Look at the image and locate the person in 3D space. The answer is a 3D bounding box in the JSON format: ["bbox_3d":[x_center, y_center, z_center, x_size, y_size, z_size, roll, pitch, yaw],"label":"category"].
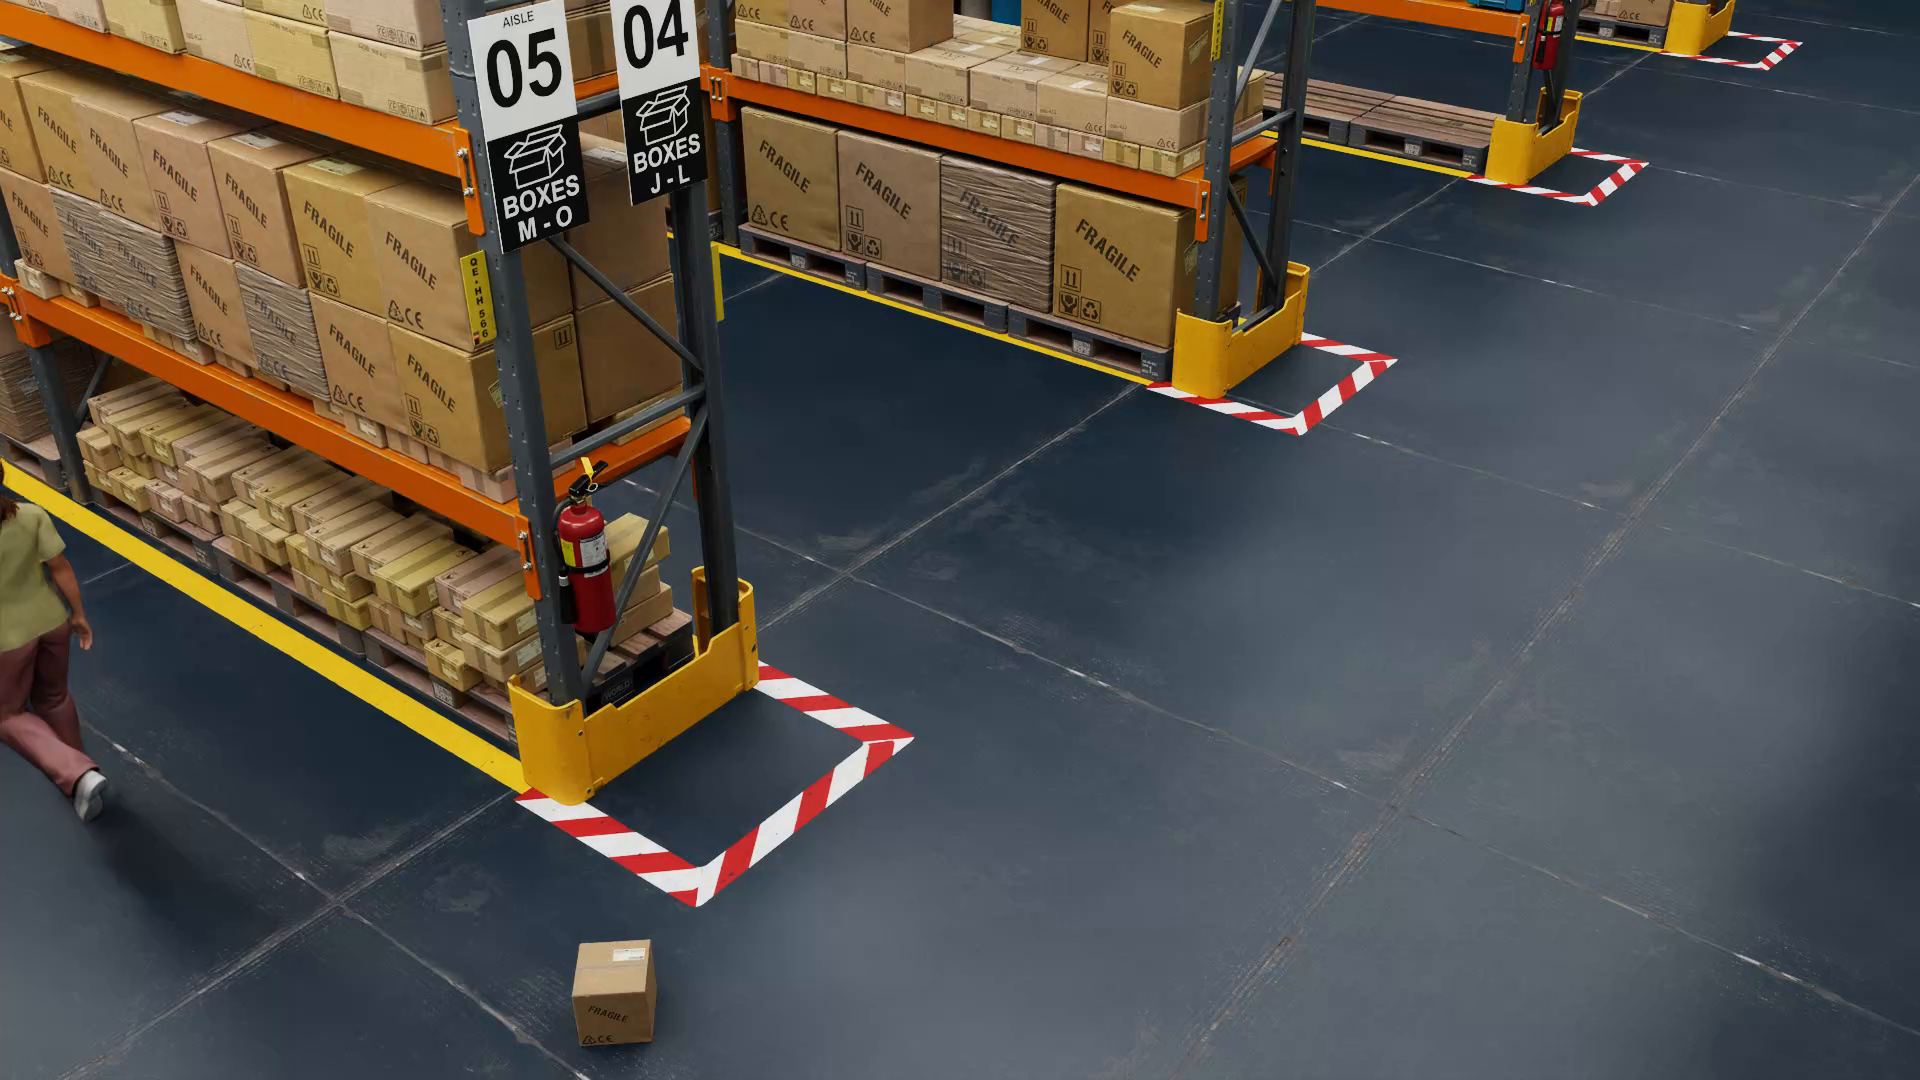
[{"bbox_3d":[-3.609,0.388,6.455,0.674,1.652,0.459,18,36,28],"label":"person"}]
